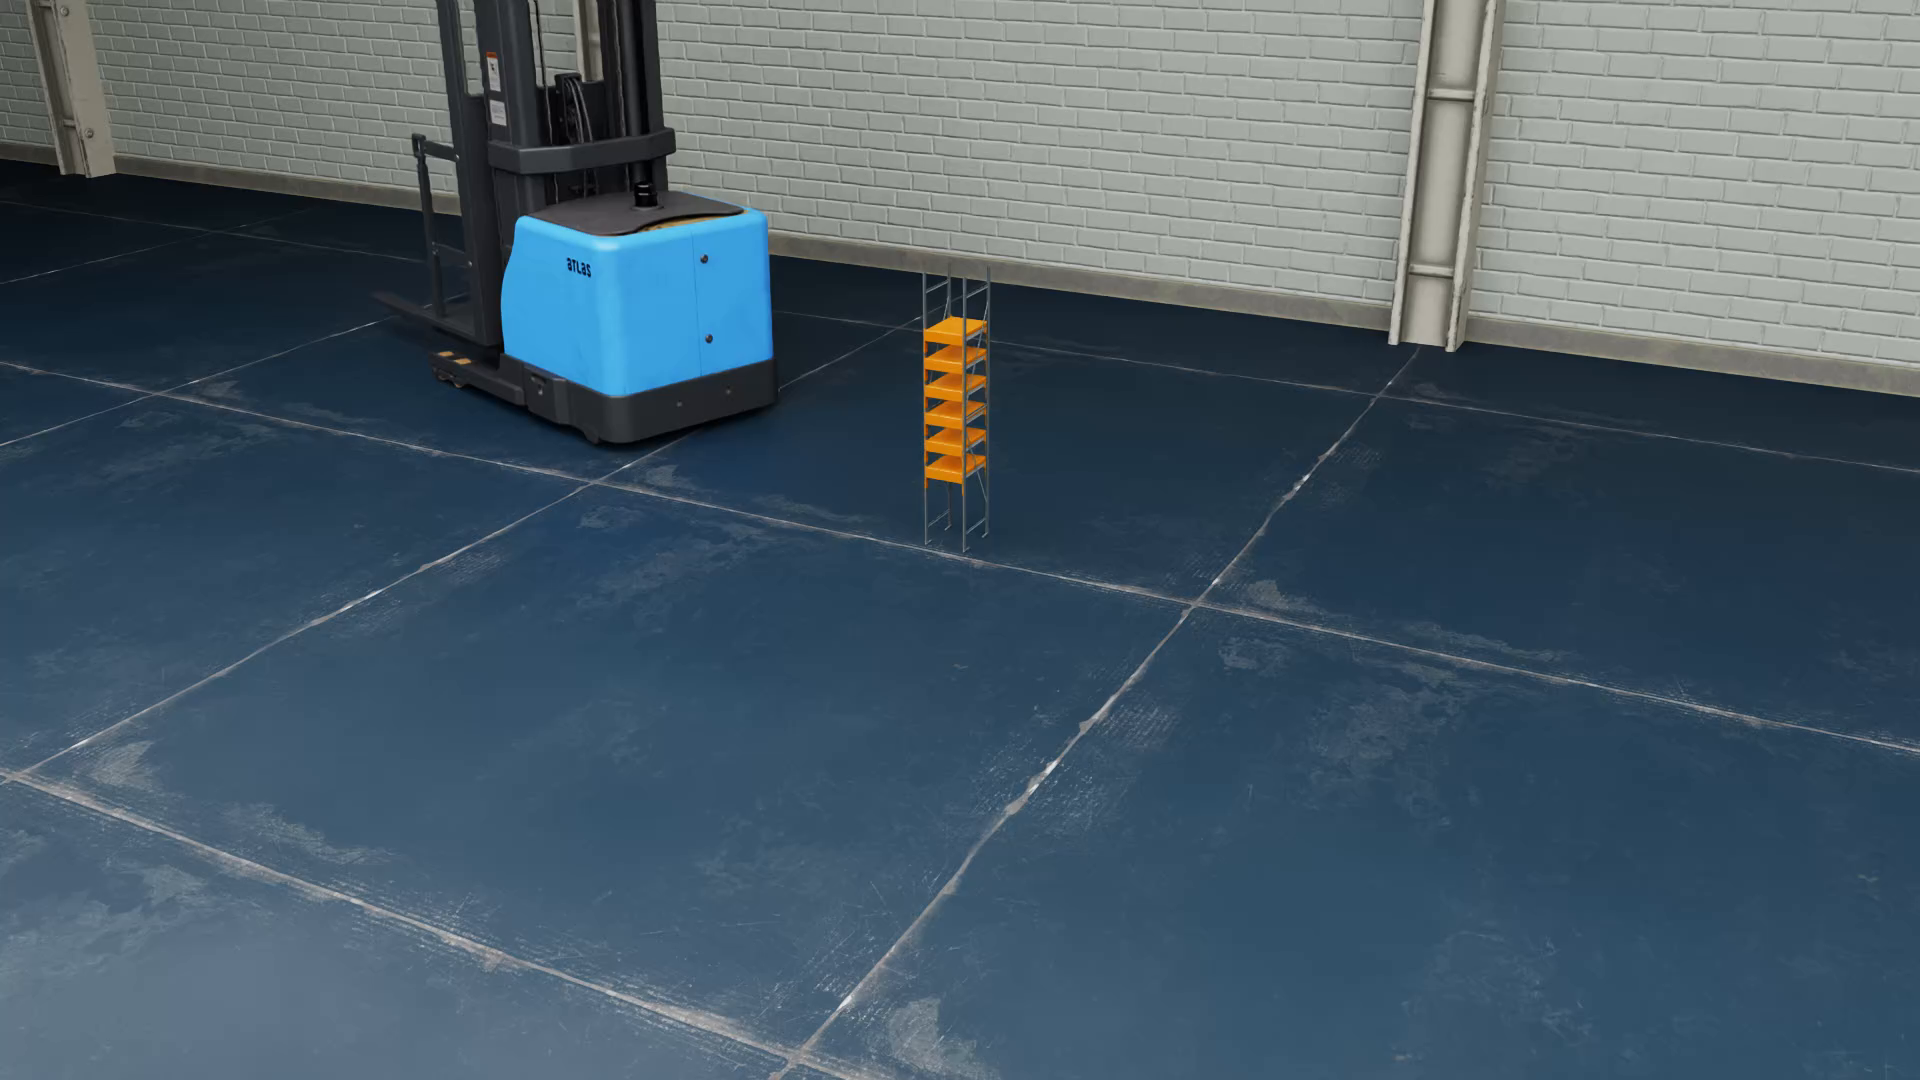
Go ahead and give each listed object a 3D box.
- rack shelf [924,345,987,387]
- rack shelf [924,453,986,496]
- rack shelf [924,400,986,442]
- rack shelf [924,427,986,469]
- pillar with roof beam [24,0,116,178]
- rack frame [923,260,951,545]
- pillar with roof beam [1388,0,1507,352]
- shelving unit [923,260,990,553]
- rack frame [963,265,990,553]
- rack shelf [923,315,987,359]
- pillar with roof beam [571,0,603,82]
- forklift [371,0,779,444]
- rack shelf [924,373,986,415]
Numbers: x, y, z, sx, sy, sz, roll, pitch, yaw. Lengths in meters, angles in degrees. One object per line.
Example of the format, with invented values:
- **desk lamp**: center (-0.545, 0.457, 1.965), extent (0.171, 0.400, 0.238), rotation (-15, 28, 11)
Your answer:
- **rack shelf**: center (-0.013, -0.735, 6.945), extent (0.180, 0.103, 0.258), rotation (11, 25, 25)
- **rack shelf**: center (-0.013, -0.293, 7.133), extent (0.180, 0.103, 0.258), rotation (11, 25, 25)
- **rack shelf**: center (-0.013, -0.514, 7.039), extent (0.180, 0.103, 0.258), rotation (11, 25, 25)
- **rack shelf**: center (-0.013, -0.403, 7.086), extent (0.180, 0.103, 0.258), rotation (11, 25, 25)
- **pillar with roof beam**: center (-9.824, -5.960, 9.766), extent (0.400, 9.000, 9.100), rotation (11, 25, 25)
- **rack frame**: center (-0.095, -0.571, 7.059), extent (0.006, 1.200, 0.240), rotation (11, 25, 25)
- **pillar with roof beam**: center (0.885, -3.841, 4.783), extent (0.400, 9.000, 9.100), rotation (11, 25, 25)
- **shelving unit**: center (-0.013, -0.555, 7.021), extent (0.189, 1.200, 0.258), rotation (11, 25, 25)
- **rack frame**: center (0.069, -0.539, 6.983), extent (0.006, 1.200, 0.240), rotation (11, 25, 25)
- **rack shelf**: center (-0.013, -0.845, 6.898), extent (0.180, 0.103, 0.258), rotation (11, 25, 25)
- **pillar with roof beam**: center (-4.469, -4.900, 7.275), extent (0.400, 9.000, 9.100), rotation (11, 25, 25)
- **forklift**: center (-2.341, -2.312, 8.942), extent (1.130, 2.935, 3.031), rotation (-20, 30, -39)
- **rack shelf**: center (-0.013, -0.624, 6.992), extent (0.180, 0.103, 0.258), rotation (11, 25, 25)
